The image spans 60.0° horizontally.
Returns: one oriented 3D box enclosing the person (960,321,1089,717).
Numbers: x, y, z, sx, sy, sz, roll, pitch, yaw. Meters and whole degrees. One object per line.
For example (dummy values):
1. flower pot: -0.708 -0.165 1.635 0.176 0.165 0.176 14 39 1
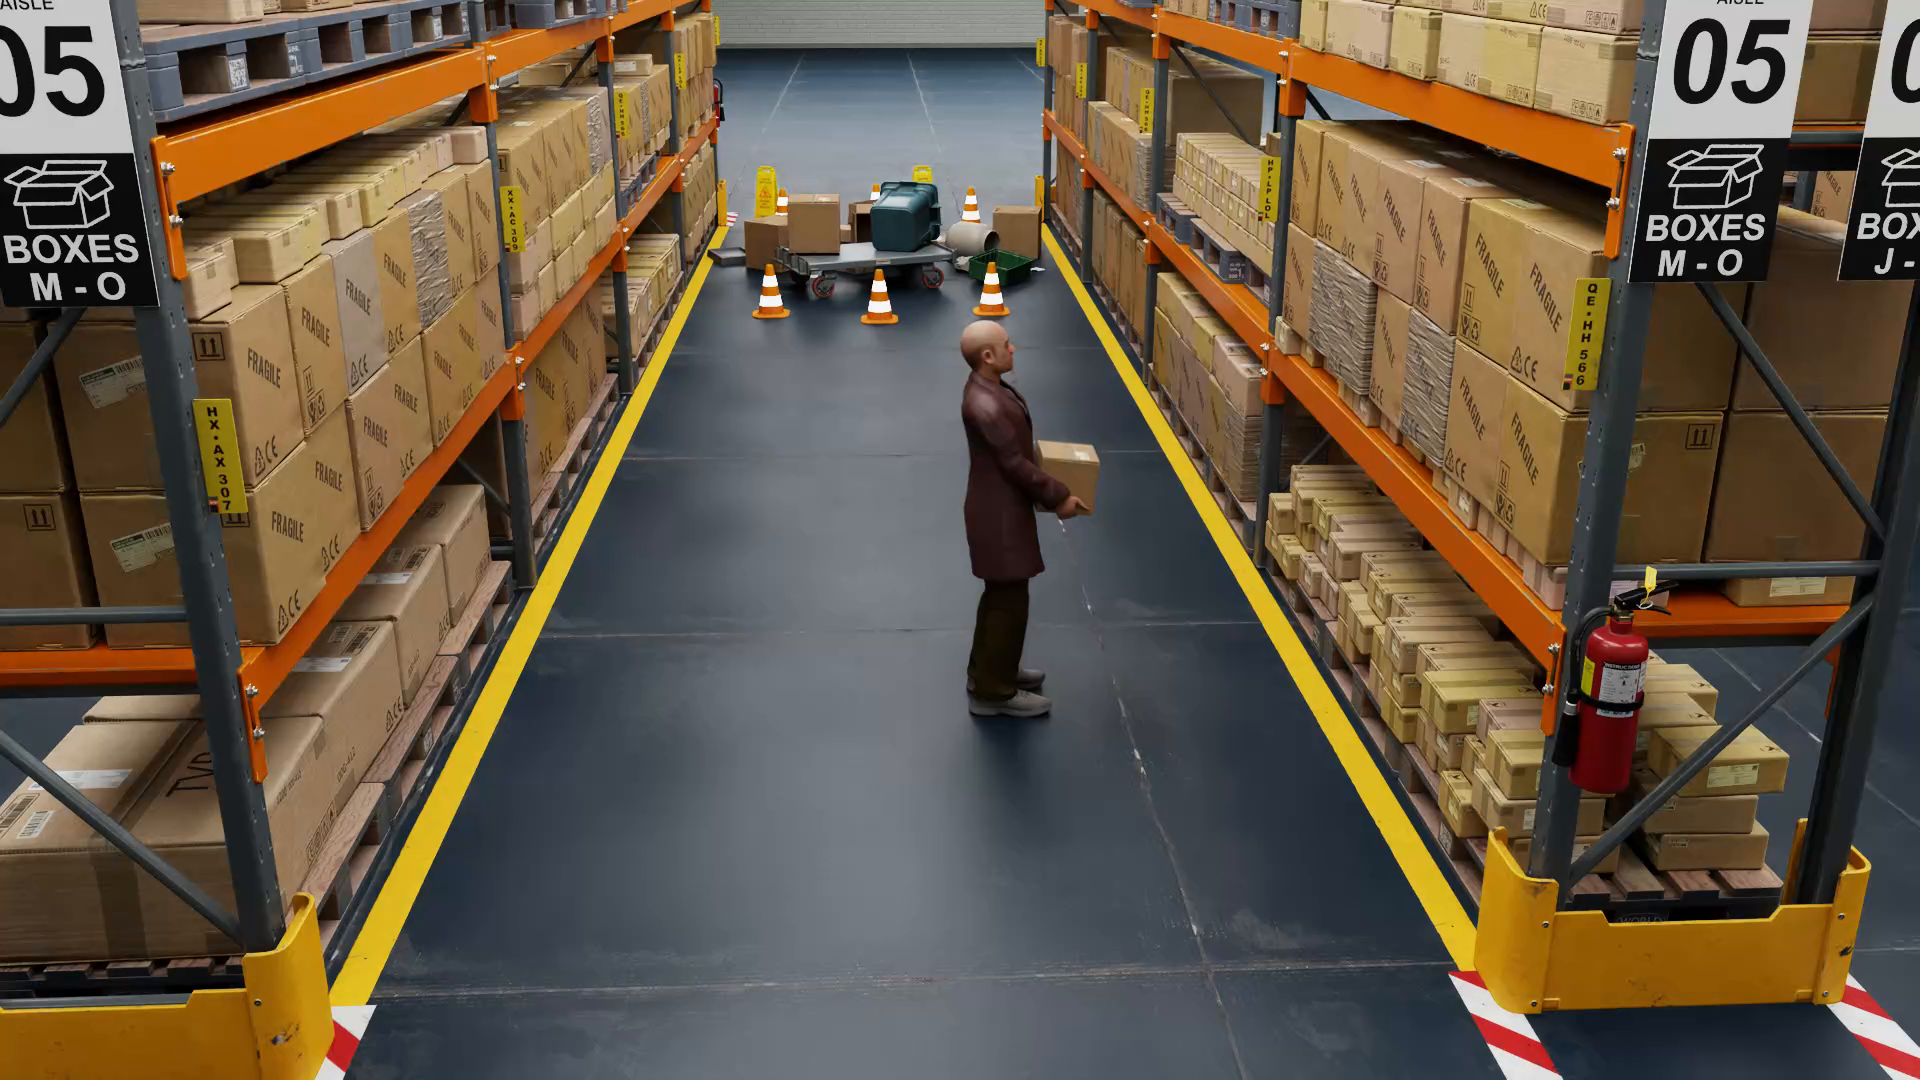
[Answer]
1. person: 0.276 -0.100 7.378 0.555 1.769 0.531 -1 20 -3
